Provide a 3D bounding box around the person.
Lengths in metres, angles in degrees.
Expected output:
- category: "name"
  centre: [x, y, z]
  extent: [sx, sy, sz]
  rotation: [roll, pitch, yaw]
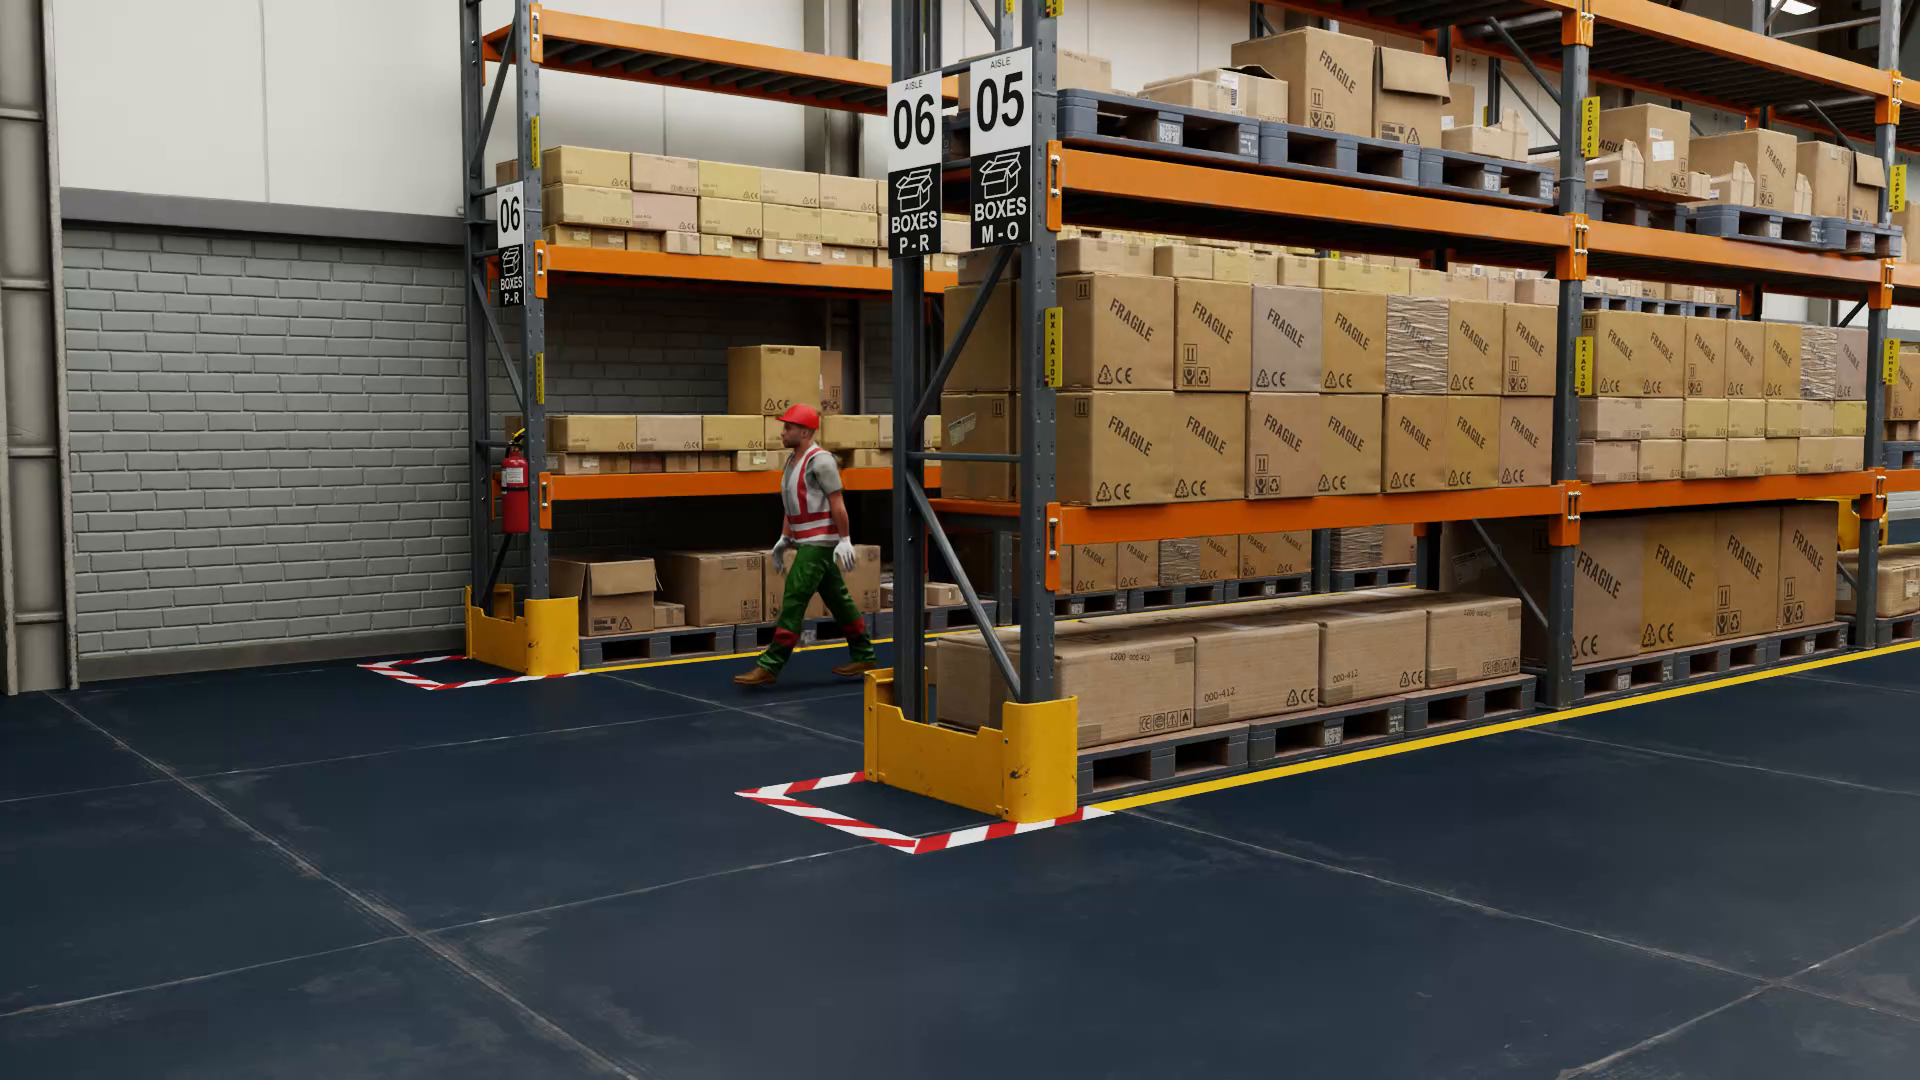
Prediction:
- category: "person"
  centre: [-0.987, 0.013, 10.426]
  extent: [0.981, 1.724, 0.571]
  rotation: [-2, 5, -22]
